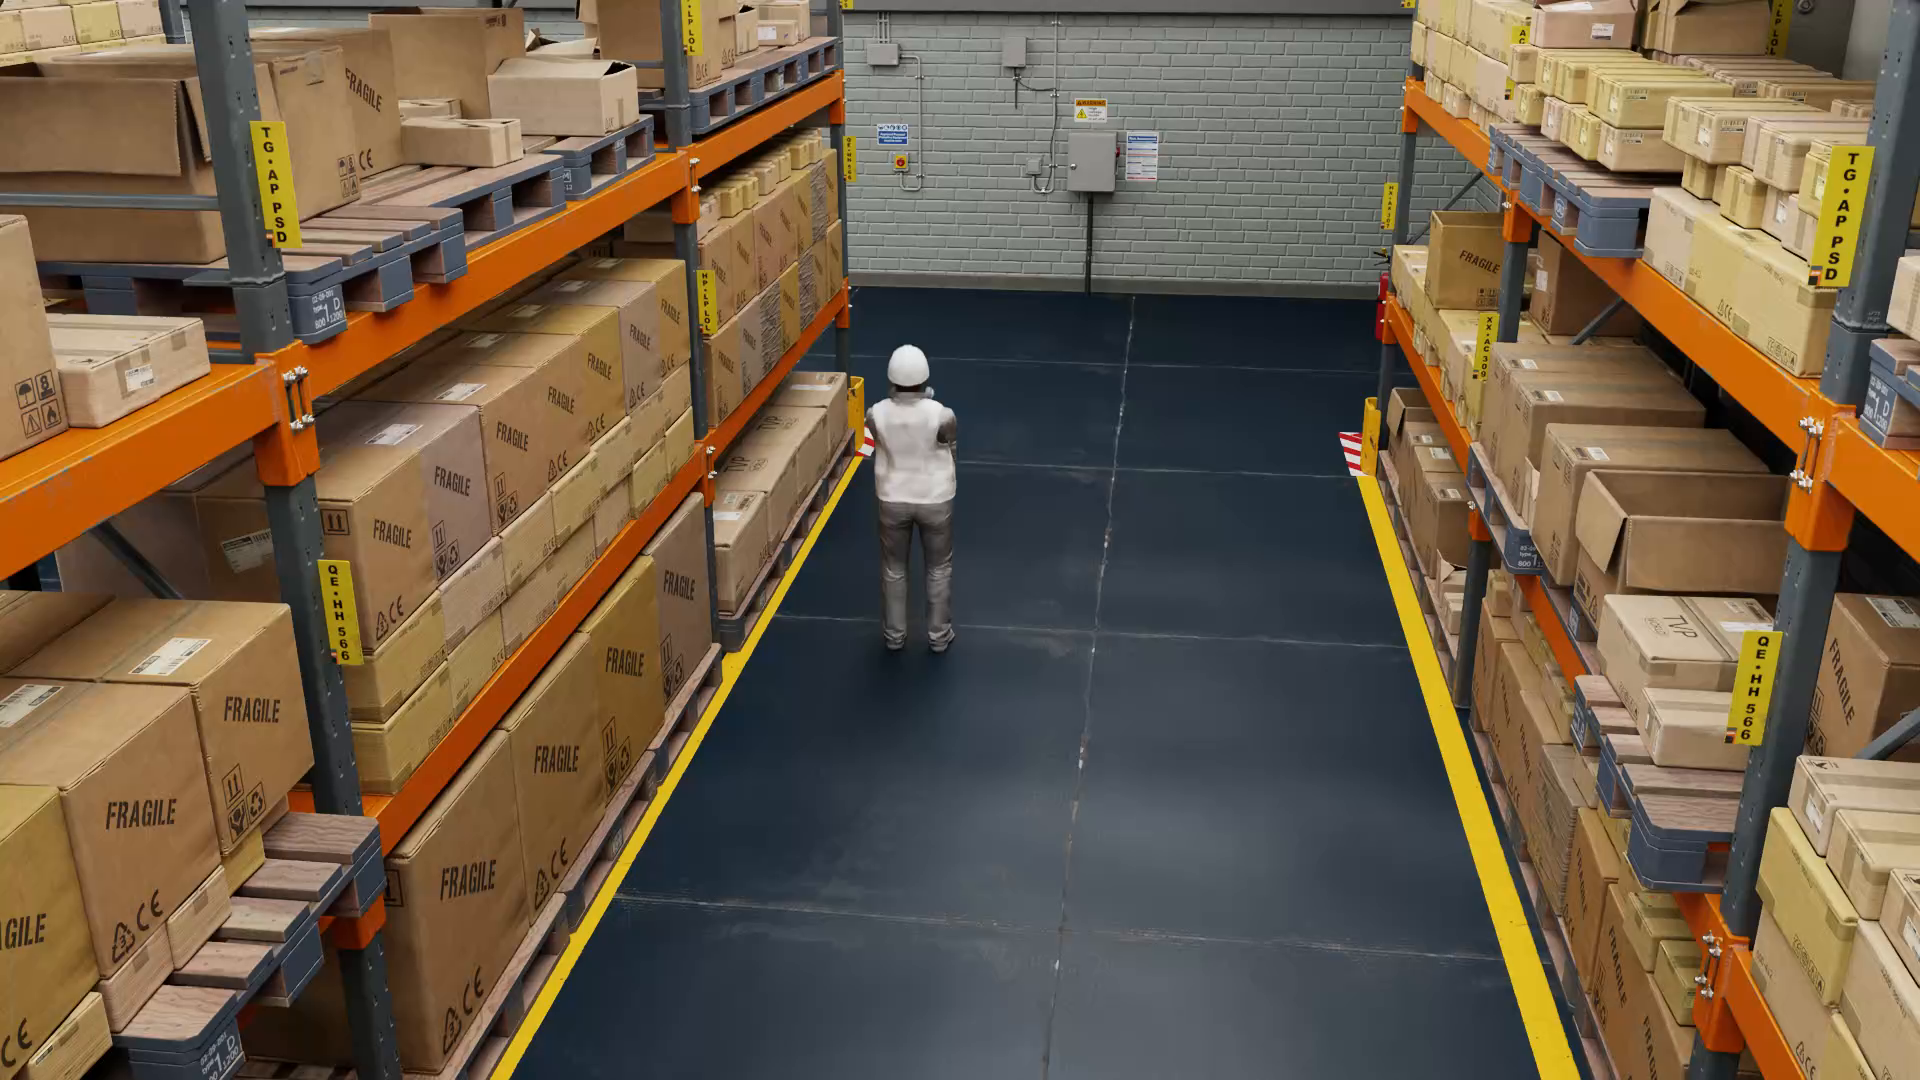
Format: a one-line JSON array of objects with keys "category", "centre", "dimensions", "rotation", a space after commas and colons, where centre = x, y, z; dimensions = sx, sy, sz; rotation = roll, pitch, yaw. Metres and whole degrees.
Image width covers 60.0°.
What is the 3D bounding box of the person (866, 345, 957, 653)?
[{"category": "person", "centre": [-0.251, -0.259, 9.234], "dimensions": [0.494, 1.762, 0.556], "rotation": [2, 21, 6]}]
